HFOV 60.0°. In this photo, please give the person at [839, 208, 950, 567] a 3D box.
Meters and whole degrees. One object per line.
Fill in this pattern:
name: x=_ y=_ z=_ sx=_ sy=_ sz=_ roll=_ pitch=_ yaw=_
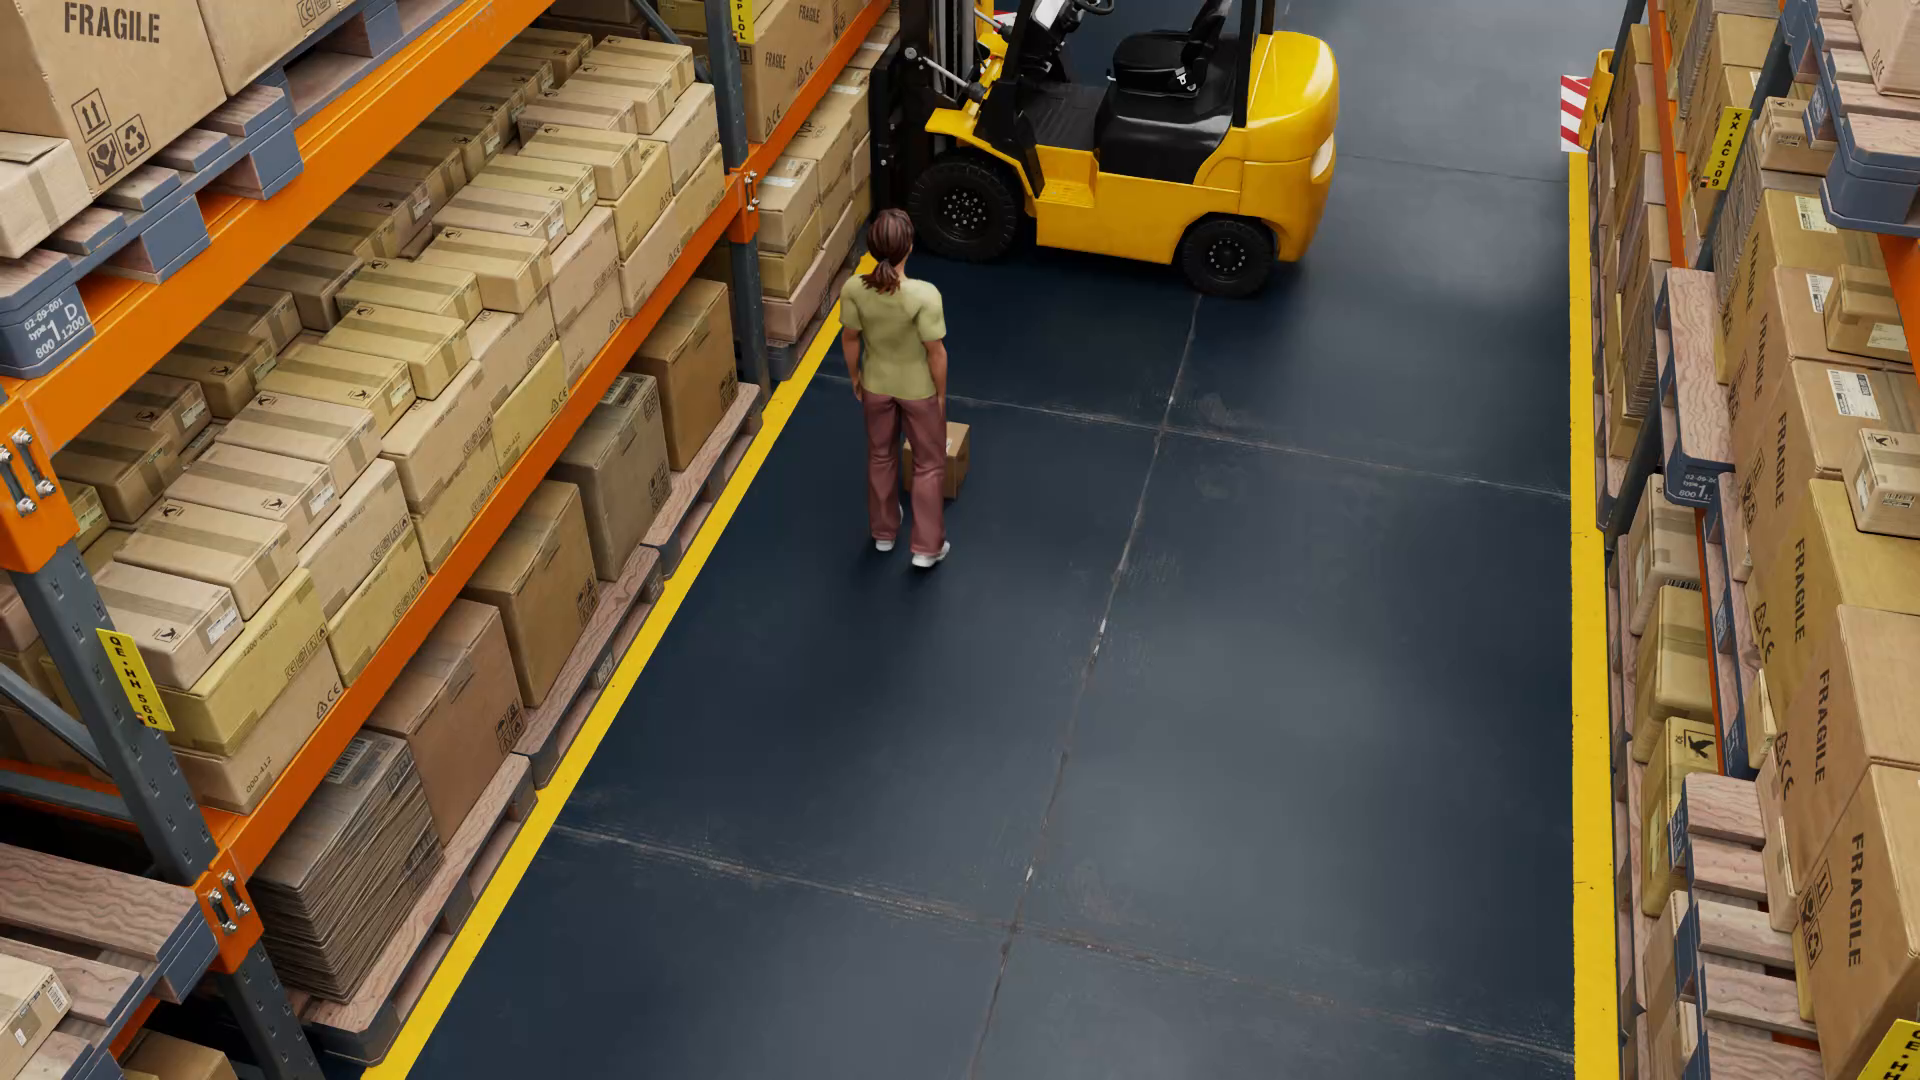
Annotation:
person: x=-0.253 y=-0.606 z=6.895 sx=0.448 sy=1.731 sz=0.401 roll=11 pitch=42 yaw=12
